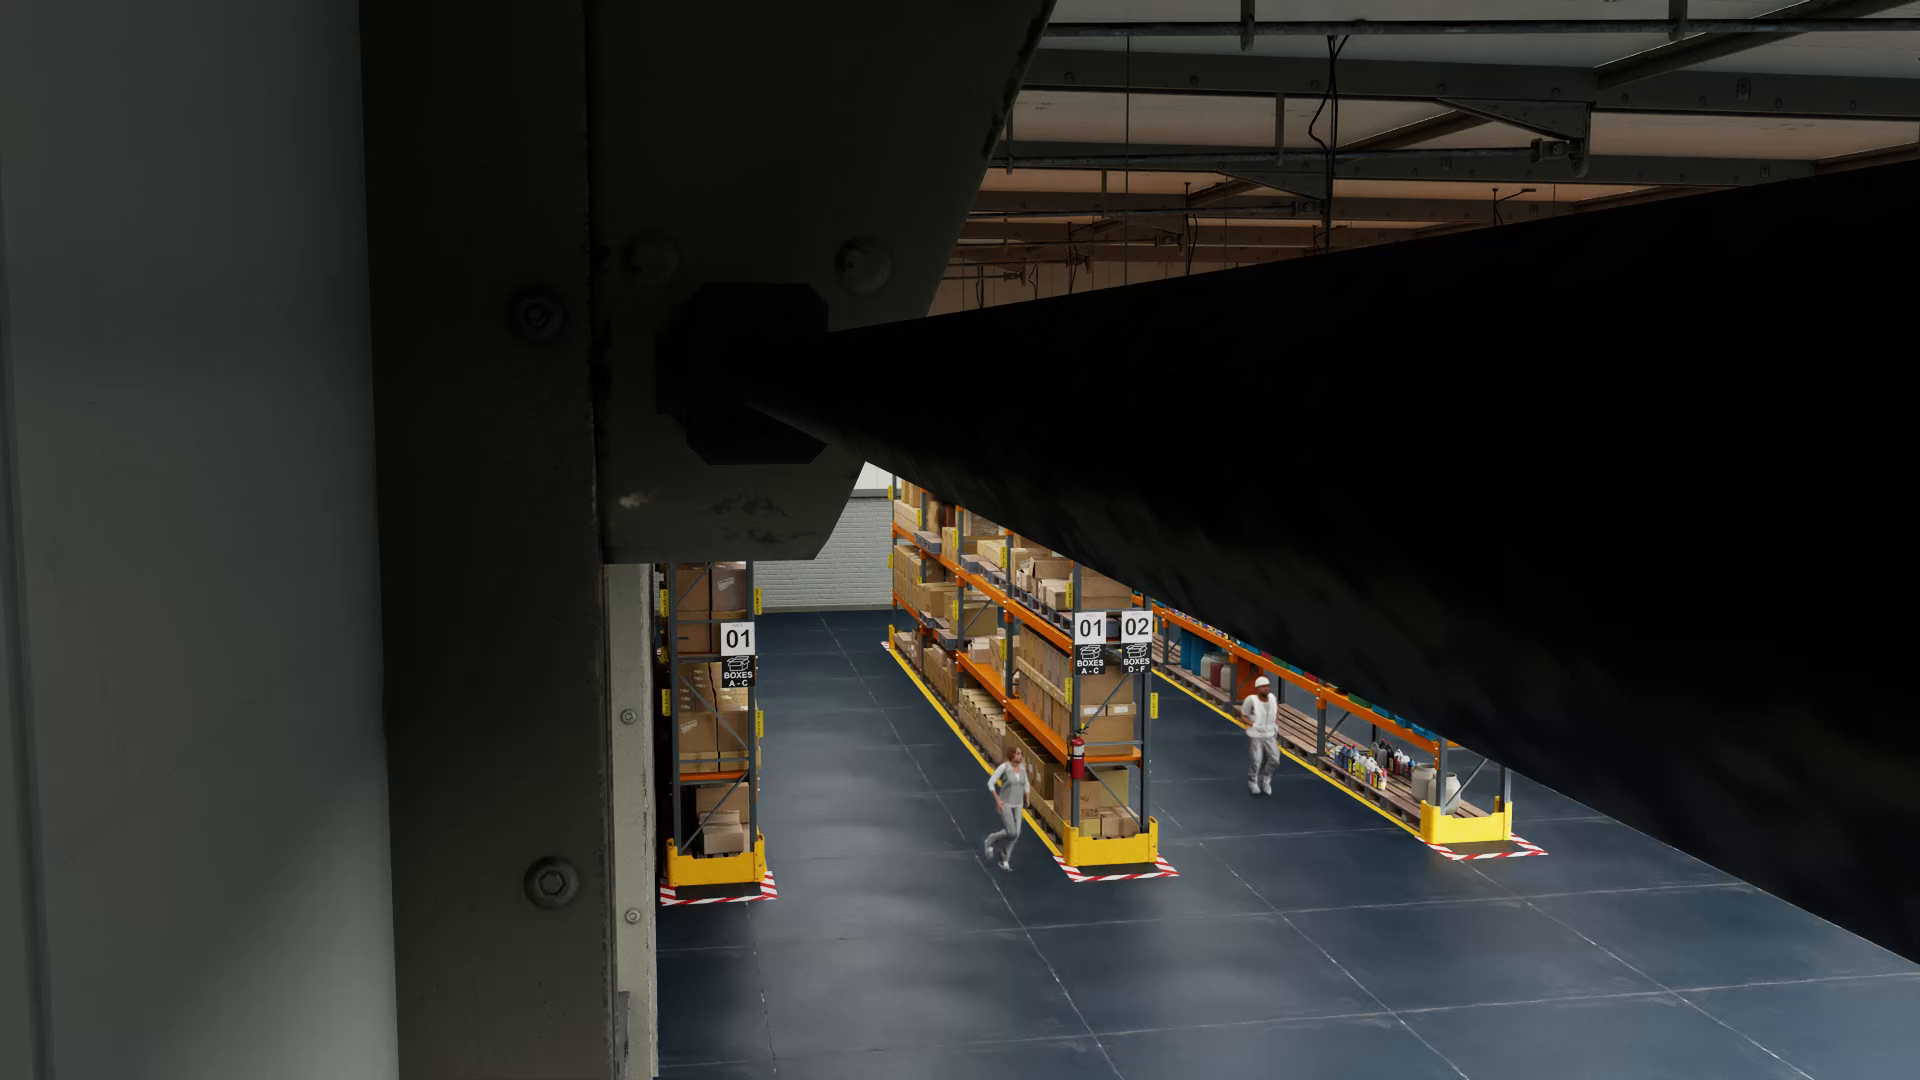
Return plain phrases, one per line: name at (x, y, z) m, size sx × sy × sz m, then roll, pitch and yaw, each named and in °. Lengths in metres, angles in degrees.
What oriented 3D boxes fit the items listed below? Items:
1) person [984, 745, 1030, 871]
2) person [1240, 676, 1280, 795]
person at (0.637, 3.339, 20.799) m, size 0.552 × 1.569 × 0.530 m, roll -5°, pitch 8°, yaw -36°
person at (4.387, 2.849, 24.112) m, size 0.660 × 1.756 × 0.656 m, roll -2°, pitch 6°, yaw -15°
